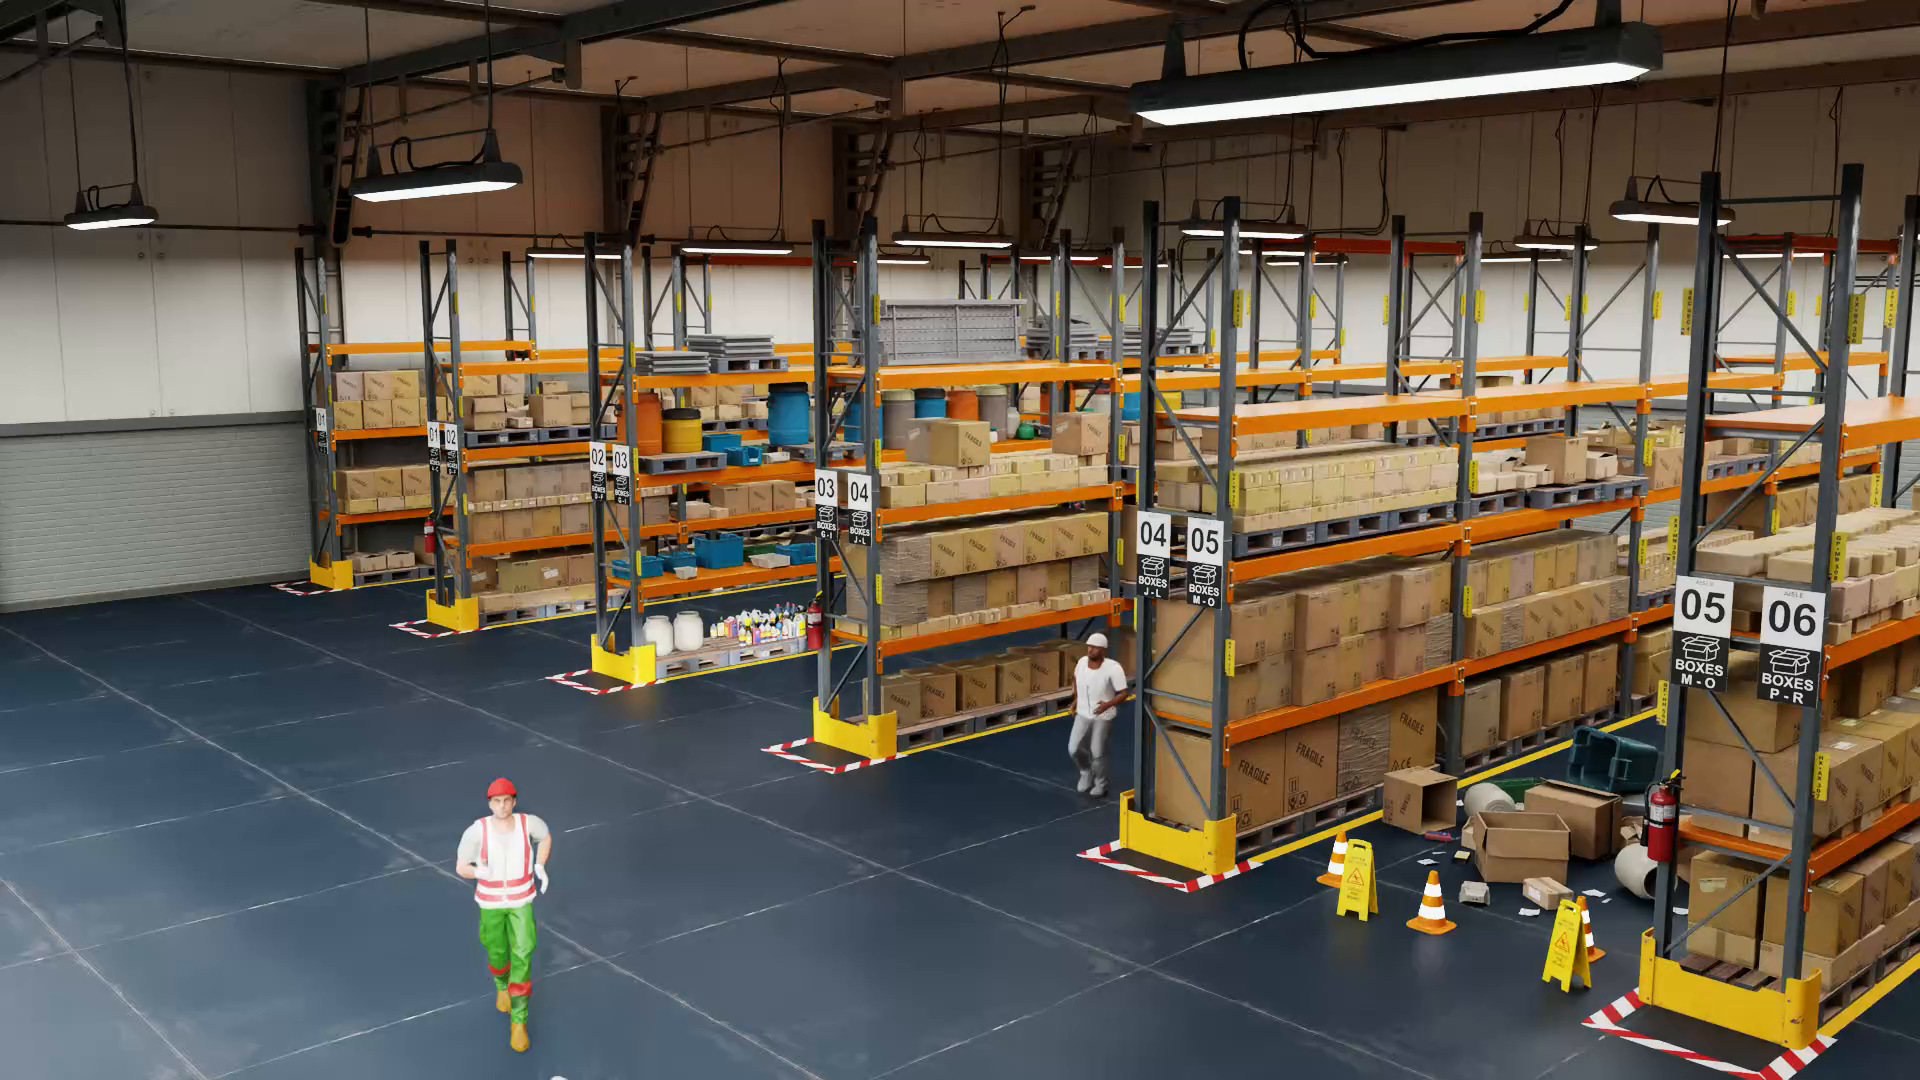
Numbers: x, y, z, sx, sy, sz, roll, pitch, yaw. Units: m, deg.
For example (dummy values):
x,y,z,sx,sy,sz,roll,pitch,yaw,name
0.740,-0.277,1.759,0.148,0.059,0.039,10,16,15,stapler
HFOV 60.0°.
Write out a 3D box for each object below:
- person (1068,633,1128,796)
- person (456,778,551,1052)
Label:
x,y,z,sx,sy,sz,roll,pitch,yaw,name
1.380,1.806,17.109,0.703,1.728,0.609,5,10,31,person
-3.182,2.552,11.649,0.645,1.800,0.899,-2,9,-14,person
